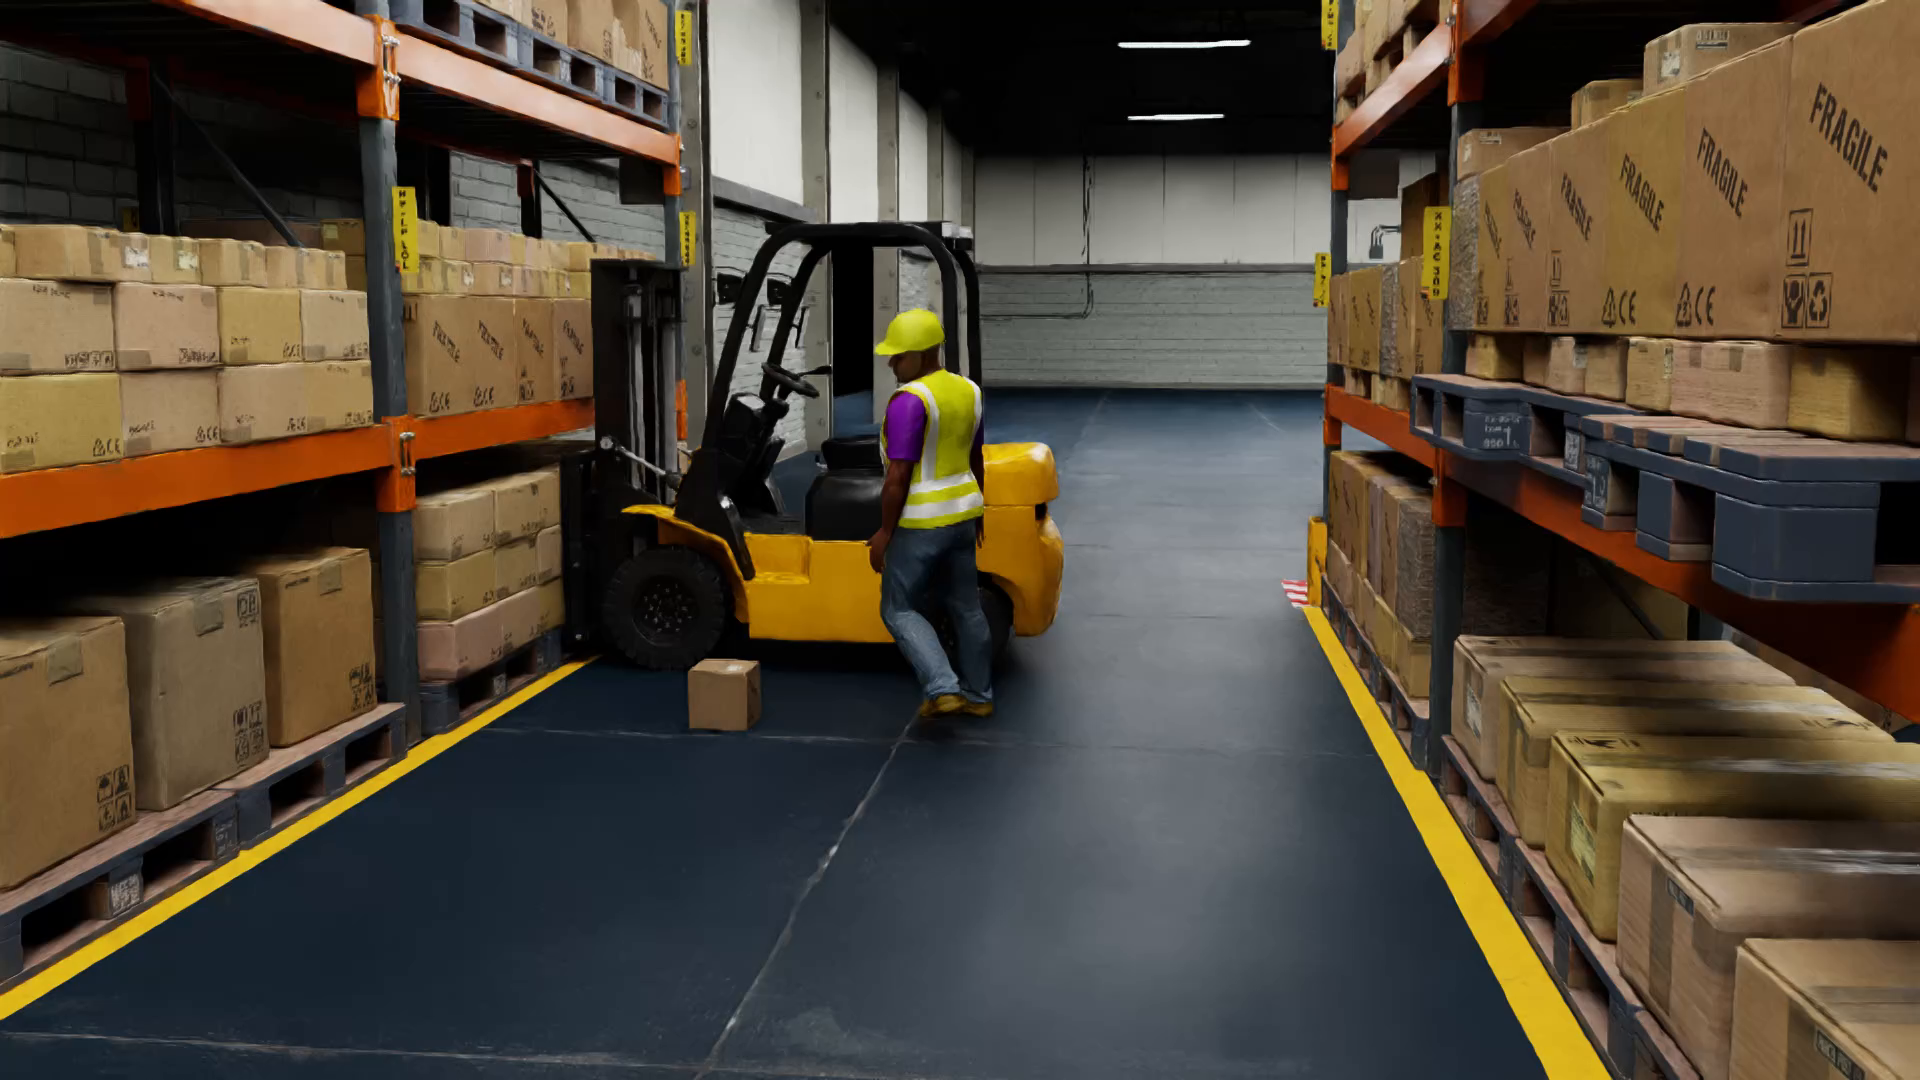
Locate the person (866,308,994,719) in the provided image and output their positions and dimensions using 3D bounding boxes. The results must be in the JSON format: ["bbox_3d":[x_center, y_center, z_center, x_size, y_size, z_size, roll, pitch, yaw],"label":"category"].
[{"bbox_3d":[-0.082,-0.073,6.877,0.525,1.752,0.689,7,10,42],"label":"person"}]
